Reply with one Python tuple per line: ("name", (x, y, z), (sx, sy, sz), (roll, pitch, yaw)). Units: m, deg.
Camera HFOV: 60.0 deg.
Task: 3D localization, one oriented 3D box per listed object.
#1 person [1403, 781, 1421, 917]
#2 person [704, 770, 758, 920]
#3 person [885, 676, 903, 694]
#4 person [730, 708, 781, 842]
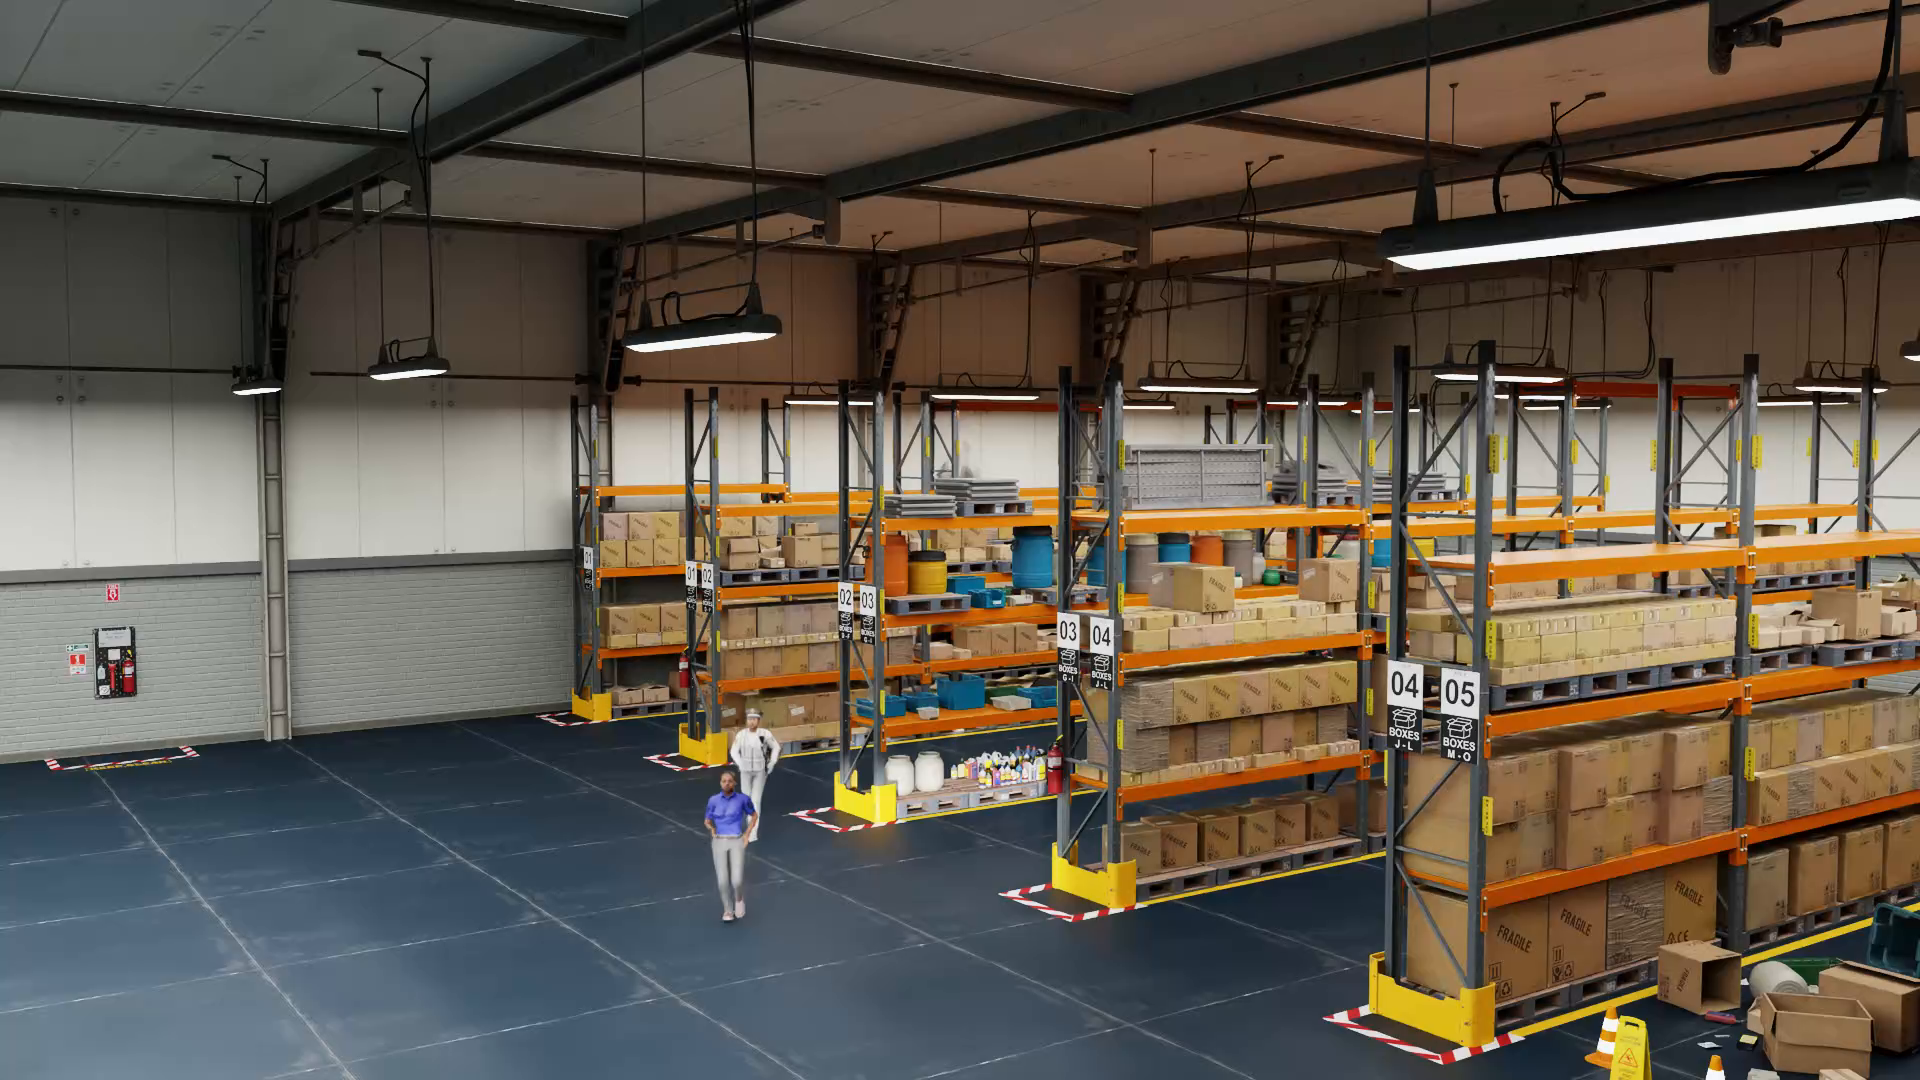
("person", (4.897, 3.207, 17.785), (0.691, 1.740, 0.692), (3, 5, 42))
("person", (-2.462, 3.278, 17.745), (0.565, 1.613, 0.551), (0, 3, 0))
("person", (-1.251, 2.410, 31.064), (0.675, 1.734, 0.685), (-3, 4, -39))
("person", (-2.675, 3.024, 21.734), (0.644, 1.696, 0.743), (0, 3, 2))
